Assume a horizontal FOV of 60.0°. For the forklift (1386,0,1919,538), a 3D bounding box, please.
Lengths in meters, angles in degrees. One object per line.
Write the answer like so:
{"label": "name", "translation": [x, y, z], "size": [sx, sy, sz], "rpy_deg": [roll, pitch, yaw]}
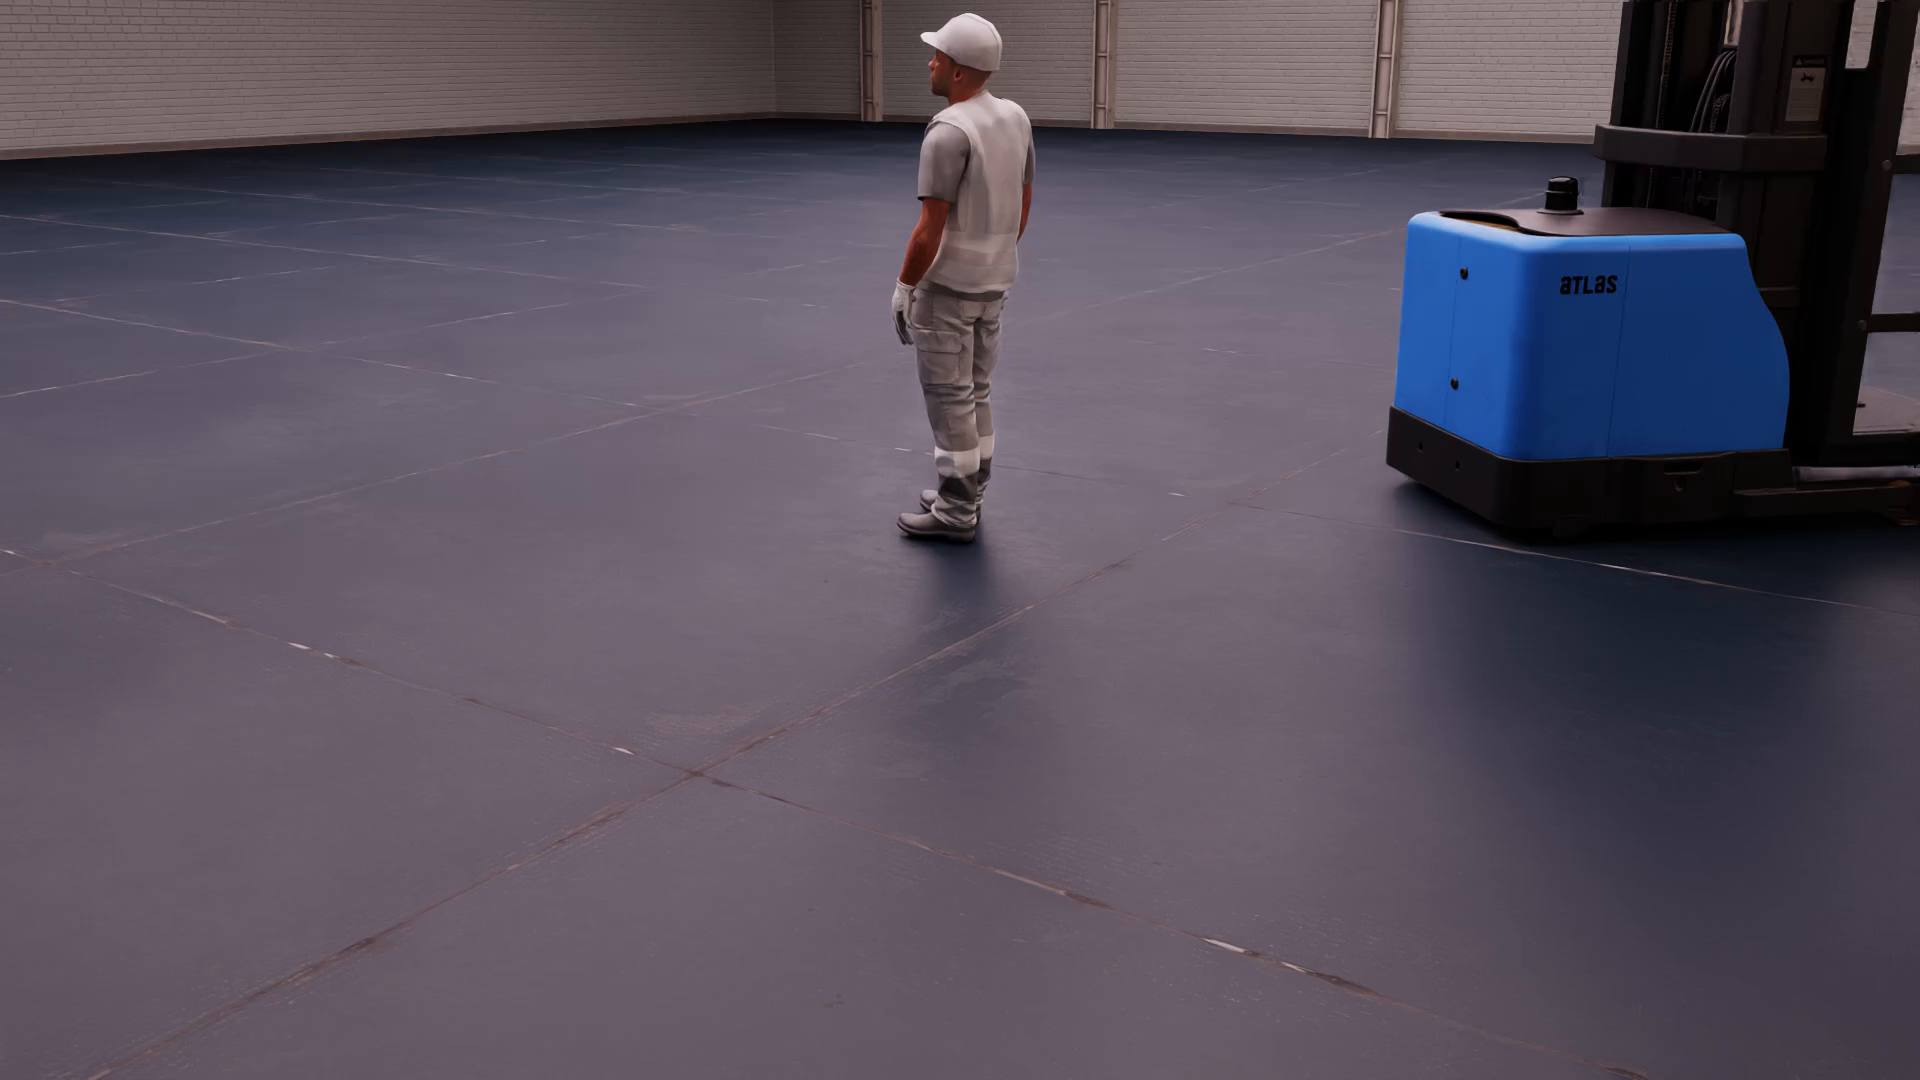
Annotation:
{"label": "forklift", "translation": [3.293, -1.601, 6.188], "size": [3.031, 2.935, 1.130], "rpy_deg": [-3, 17, -11]}

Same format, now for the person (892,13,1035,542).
{"label": "person", "translation": [-0.061, -0.879, 5.743], "size": [0.562, 1.789, 0.638], "rpy_deg": [11, 20, 33]}
